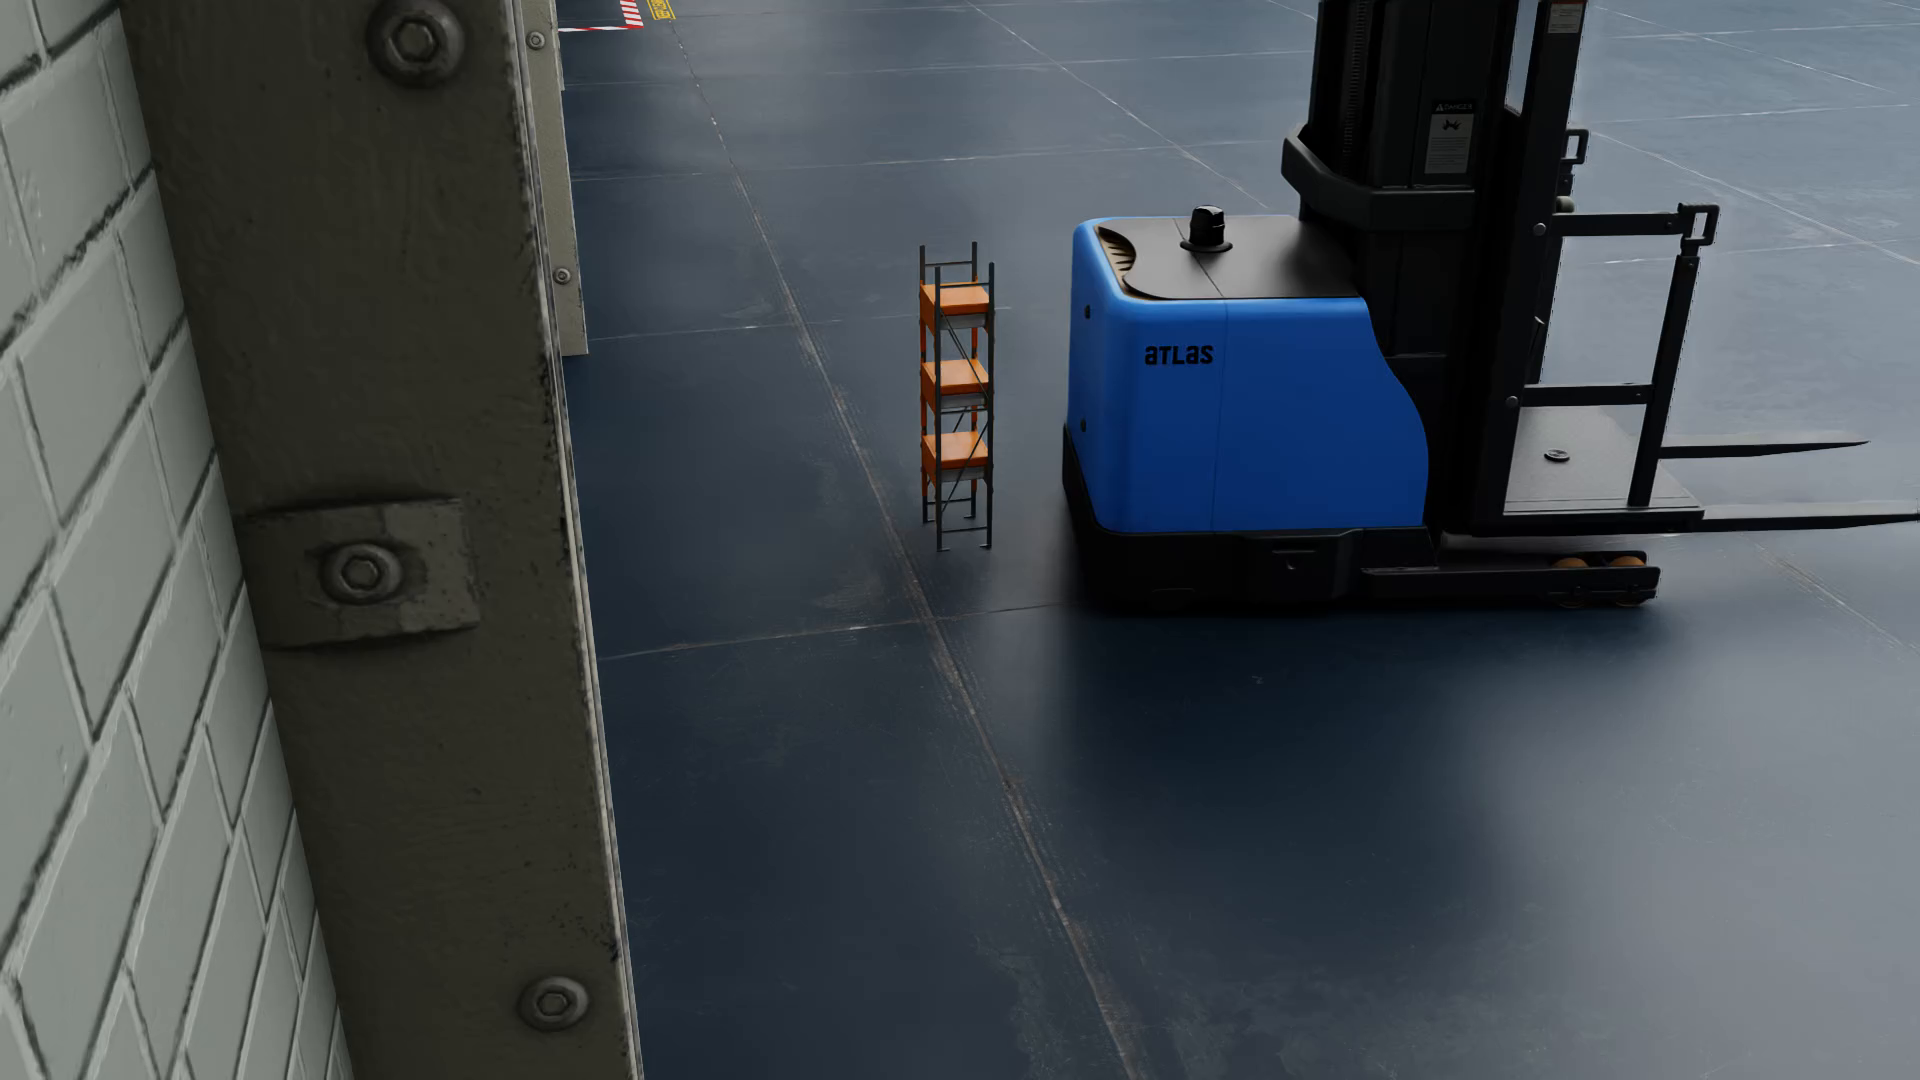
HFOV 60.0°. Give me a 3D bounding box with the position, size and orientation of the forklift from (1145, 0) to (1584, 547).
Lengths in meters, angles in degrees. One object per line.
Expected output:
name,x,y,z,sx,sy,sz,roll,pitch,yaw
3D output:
forklift,10.874,-11.916,26.114,23.640,3.159,46.598,-2,27,-3

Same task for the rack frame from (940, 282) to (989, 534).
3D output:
rack frame,0.016,-0.439,5.710,0.190,0.915,0.003,-6,27,-12

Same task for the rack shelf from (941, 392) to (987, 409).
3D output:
rack shelf,-0.012,-0.527,5.798,0.166,0.050,0.221,-6,27,-12

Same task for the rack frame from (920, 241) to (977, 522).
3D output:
rack frame,-0.040,-0.546,5.922,0.200,1.050,0.008,-6,27,-12

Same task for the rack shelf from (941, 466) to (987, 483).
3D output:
rack shelf,-0.012,-0.279,5.923,0.166,0.050,0.221,-6,27,-12

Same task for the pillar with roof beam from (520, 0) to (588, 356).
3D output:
pillar with roof beam,2.273,-5.390,6.697,9.100,9.000,0.400,-6,27,-12

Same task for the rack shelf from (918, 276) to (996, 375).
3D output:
rack shelf,-0.012,-0.736,5.693,0.215,0.259,0.240,-6,27,-12

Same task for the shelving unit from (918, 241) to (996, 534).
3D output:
shelving unit,-0.012,-0.493,5.817,0.215,1.050,0.249,-6,27,-12
